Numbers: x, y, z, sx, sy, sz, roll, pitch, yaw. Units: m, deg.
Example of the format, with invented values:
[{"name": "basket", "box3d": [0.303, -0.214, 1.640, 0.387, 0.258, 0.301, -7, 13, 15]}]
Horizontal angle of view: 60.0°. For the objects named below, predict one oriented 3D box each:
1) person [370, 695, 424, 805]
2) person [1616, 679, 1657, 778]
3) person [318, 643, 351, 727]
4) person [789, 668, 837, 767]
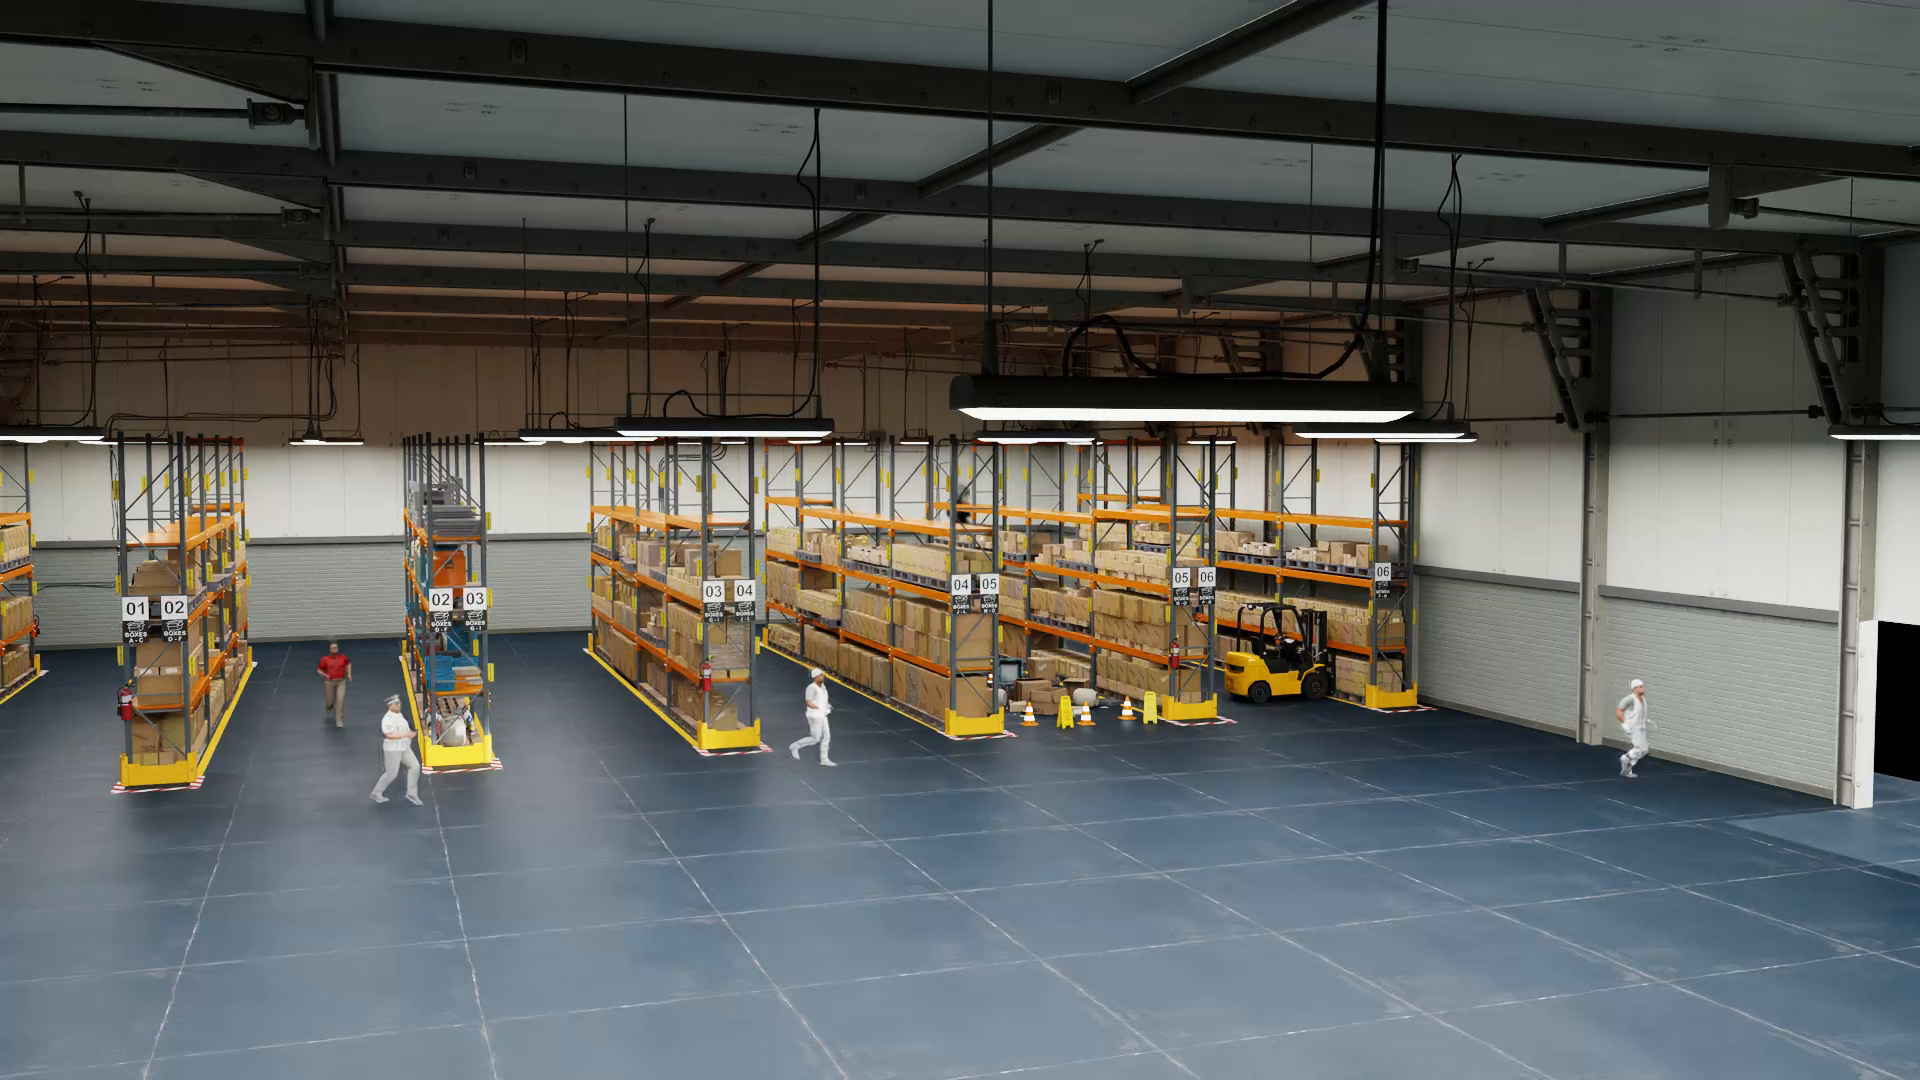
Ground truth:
[{"name": "person", "box3d": [-9.035, 3.380, 26.663, 0.822, 1.830, 0.670, 1, 3, 11]}, {"name": "person", "box3d": [11.713, 3.267, 28.765, 0.608, 1.719, 0.590, -2, 4, -35]}, {"name": "person", "box3d": [-12.865, 2.973, 34.267, 0.678, 1.686, 0.992, -2, 4, -28]}, {"name": "person", "box3d": [-2.632, 3.190, 29.992, 0.855, 1.778, 0.689, 1, 3, 15]}]
